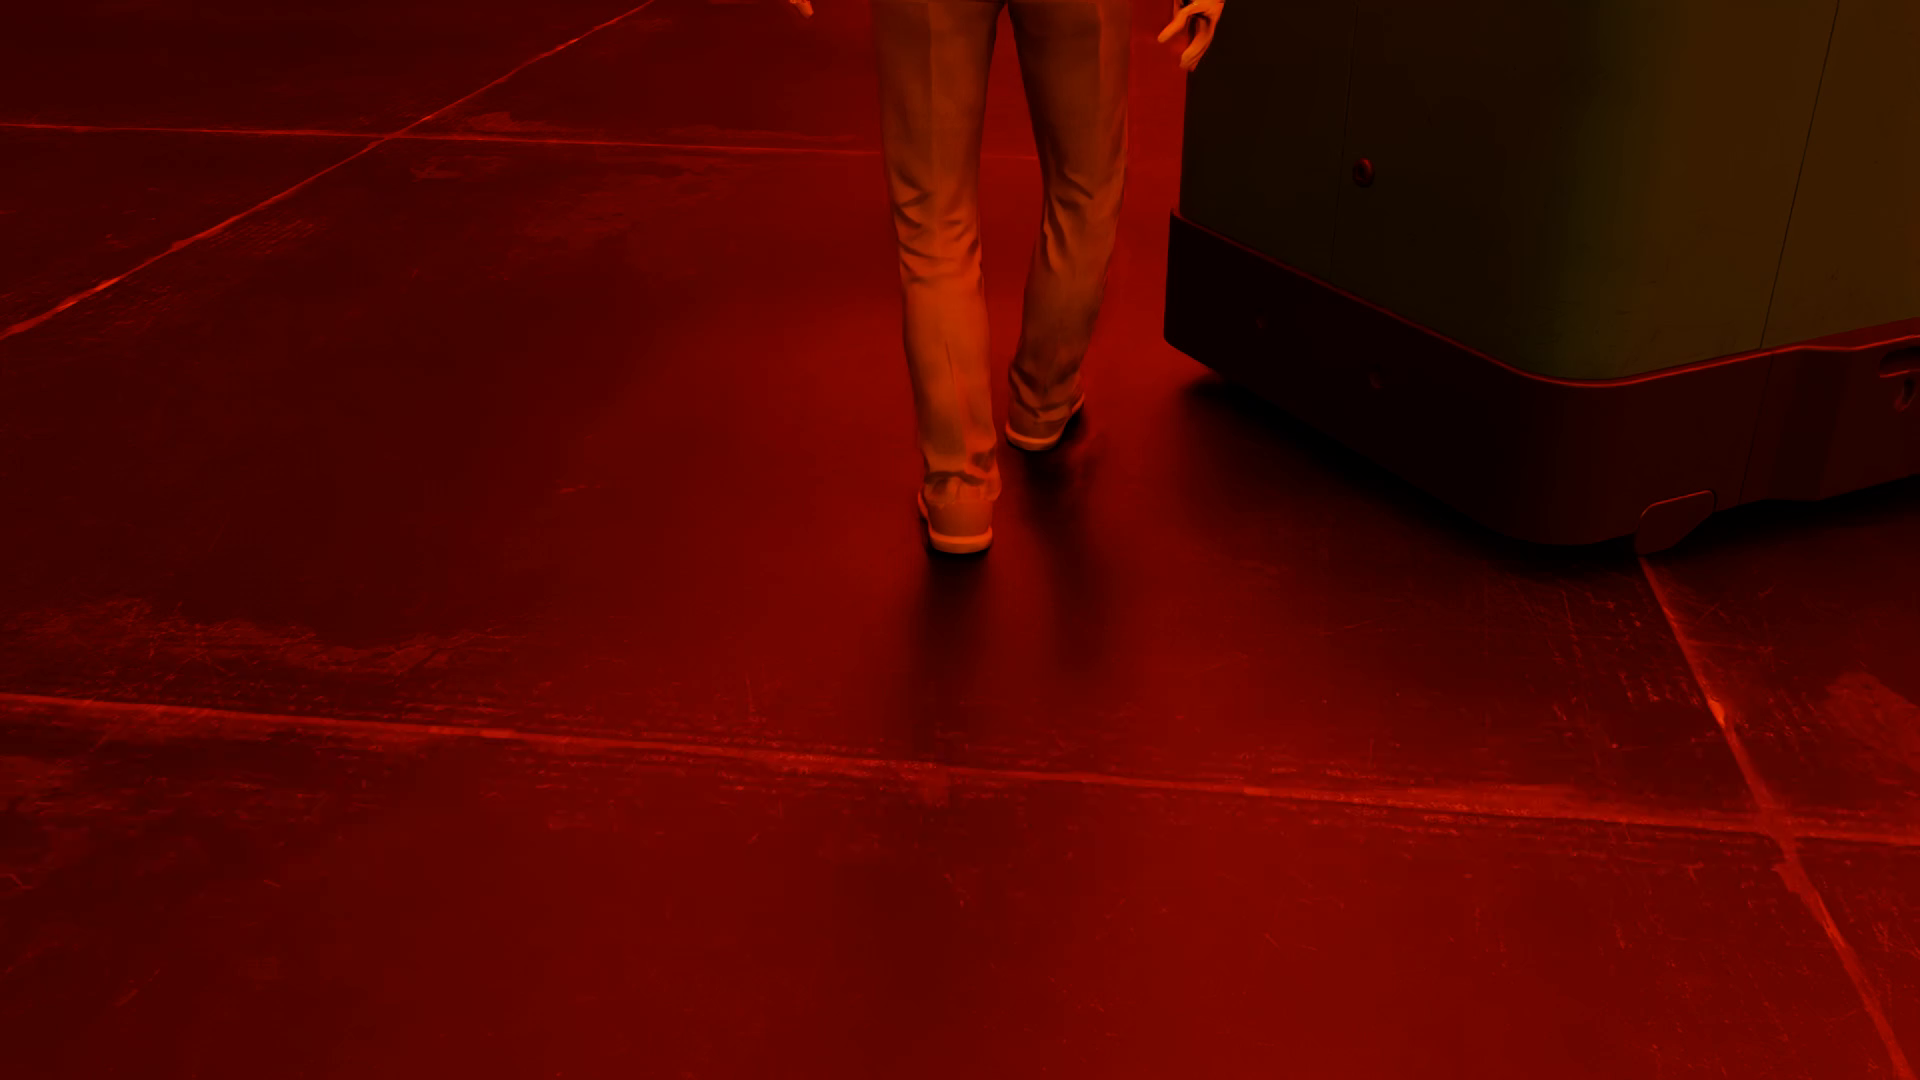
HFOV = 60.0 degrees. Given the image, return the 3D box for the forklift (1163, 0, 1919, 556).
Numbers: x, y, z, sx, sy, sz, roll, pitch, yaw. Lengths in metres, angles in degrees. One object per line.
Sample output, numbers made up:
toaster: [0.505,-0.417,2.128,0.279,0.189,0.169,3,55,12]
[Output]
forklift: [1.935,-1.726,2.676,3.031,2.935,1.130,-12,29,-23]

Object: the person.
person: [0.041,-0.848,2.367,0.641,1.644,0.668,0,27,0]
